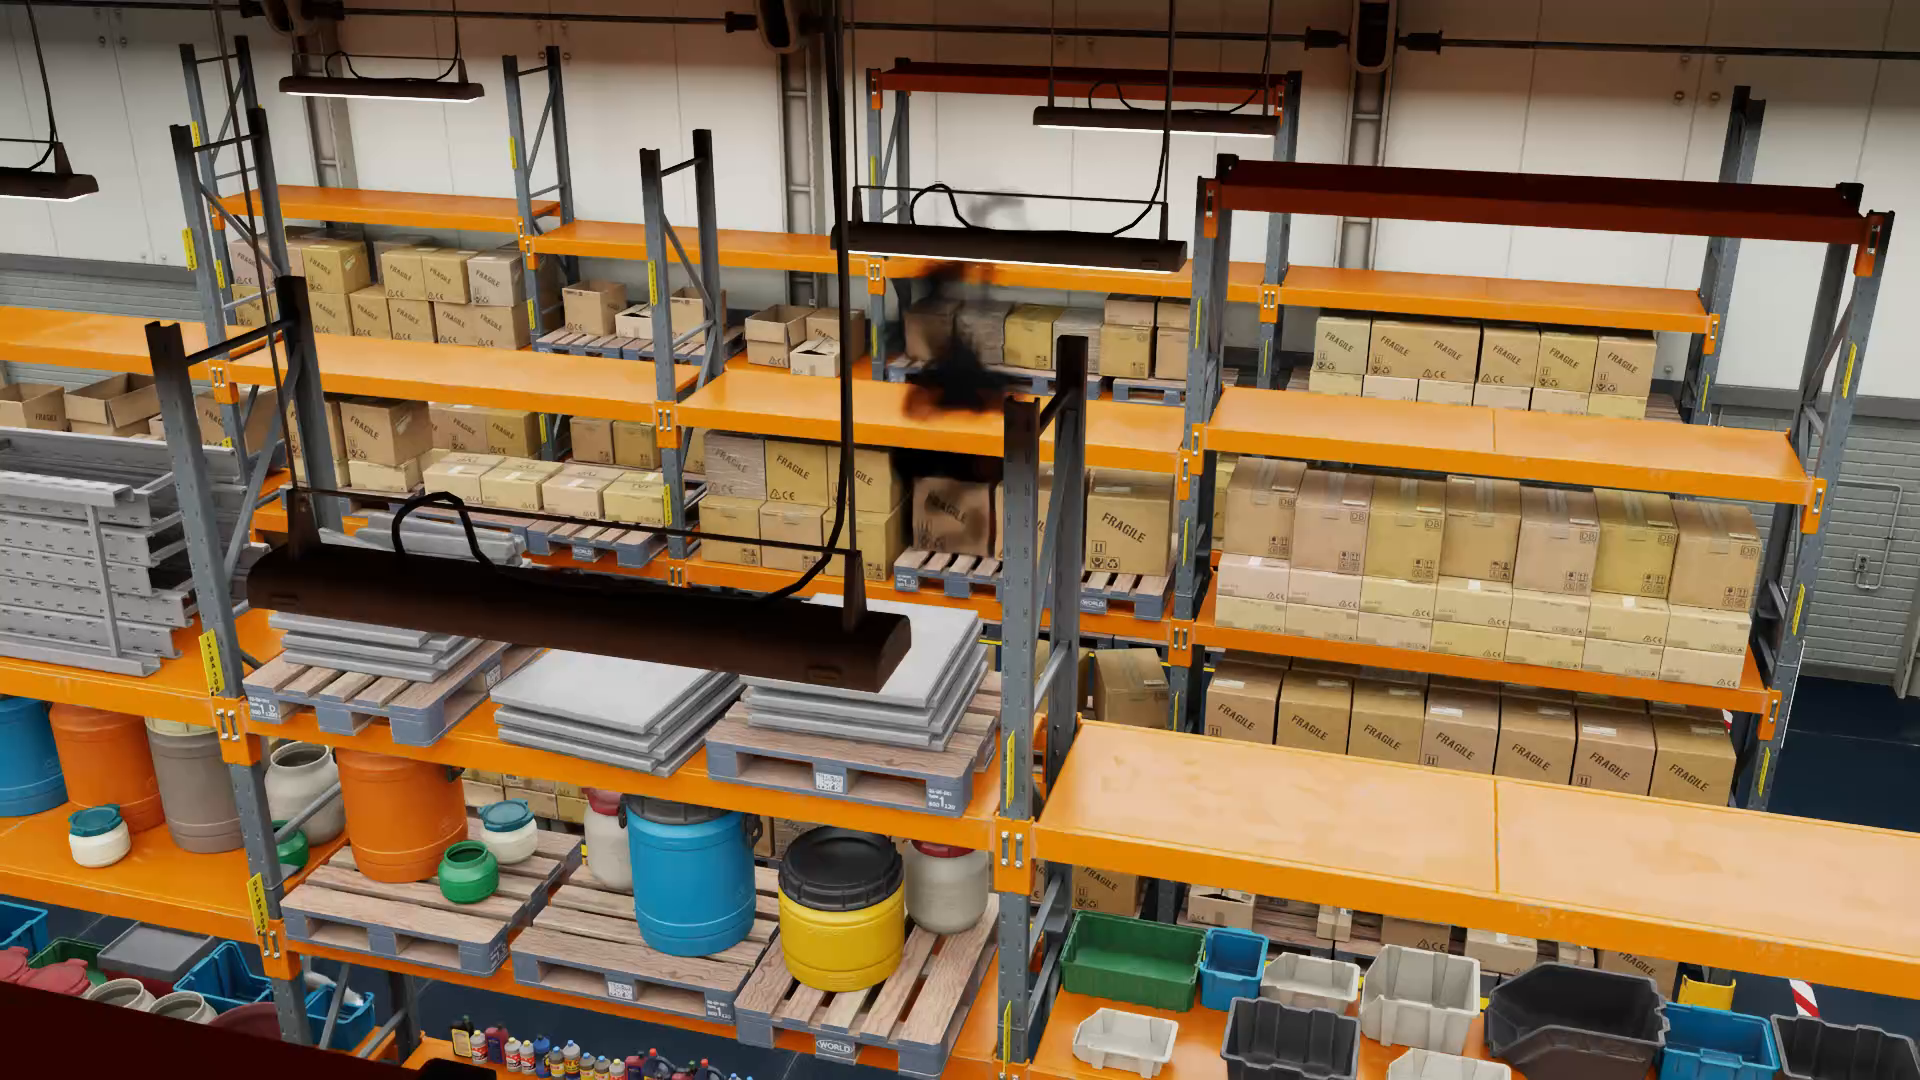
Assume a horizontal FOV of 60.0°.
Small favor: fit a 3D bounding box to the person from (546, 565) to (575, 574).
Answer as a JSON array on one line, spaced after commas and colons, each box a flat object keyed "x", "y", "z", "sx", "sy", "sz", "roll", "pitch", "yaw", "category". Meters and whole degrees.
[{"x": -3.907, "y": 0.894, "z": 16.327, "sx": 0.955, "sy": 1.713, "sz": 0.660, "roll": 2, "pitch": 23, "yaw": 6, "category": "person"}]

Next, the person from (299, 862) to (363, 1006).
[{"x": -4.689, "y": 2.777, "z": 11.911, "sx": 0.914, "sy": 1.645, "sz": 0.575, "roll": 6, "pitch": 23, "yaw": 14, "category": "person"}]
